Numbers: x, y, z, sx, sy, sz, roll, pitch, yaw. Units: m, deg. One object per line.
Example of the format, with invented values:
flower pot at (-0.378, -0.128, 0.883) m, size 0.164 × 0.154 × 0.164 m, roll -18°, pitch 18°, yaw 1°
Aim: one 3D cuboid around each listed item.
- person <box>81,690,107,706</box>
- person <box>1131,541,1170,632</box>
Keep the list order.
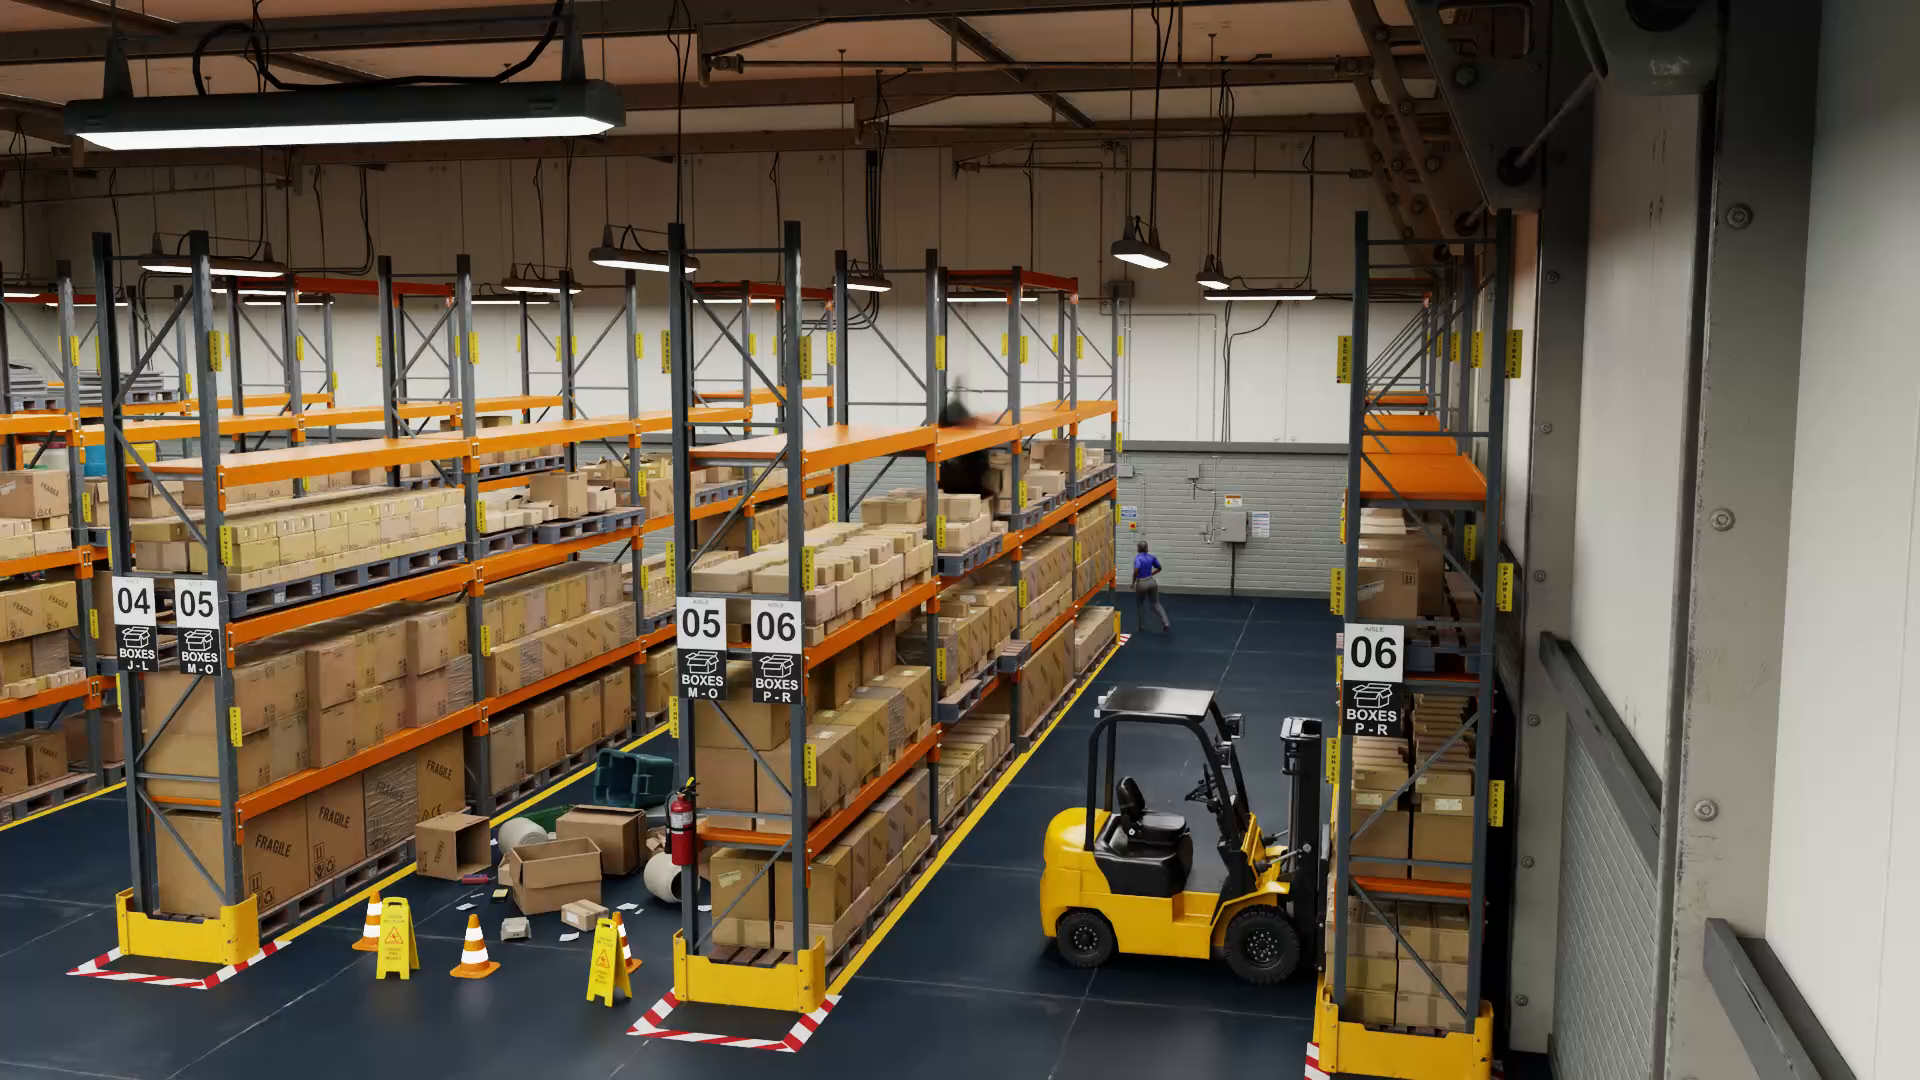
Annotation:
person at (-11.873, 1.603, 22.591) m, size 0.573 × 1.625 × 0.542 m, roll 0°, pitch 7°, yaw 3°
person at (3.217, 0.822, 28.942) m, size 0.664 × 1.646 × 0.911 m, roll -3°, pitch 7°, yaw -22°
